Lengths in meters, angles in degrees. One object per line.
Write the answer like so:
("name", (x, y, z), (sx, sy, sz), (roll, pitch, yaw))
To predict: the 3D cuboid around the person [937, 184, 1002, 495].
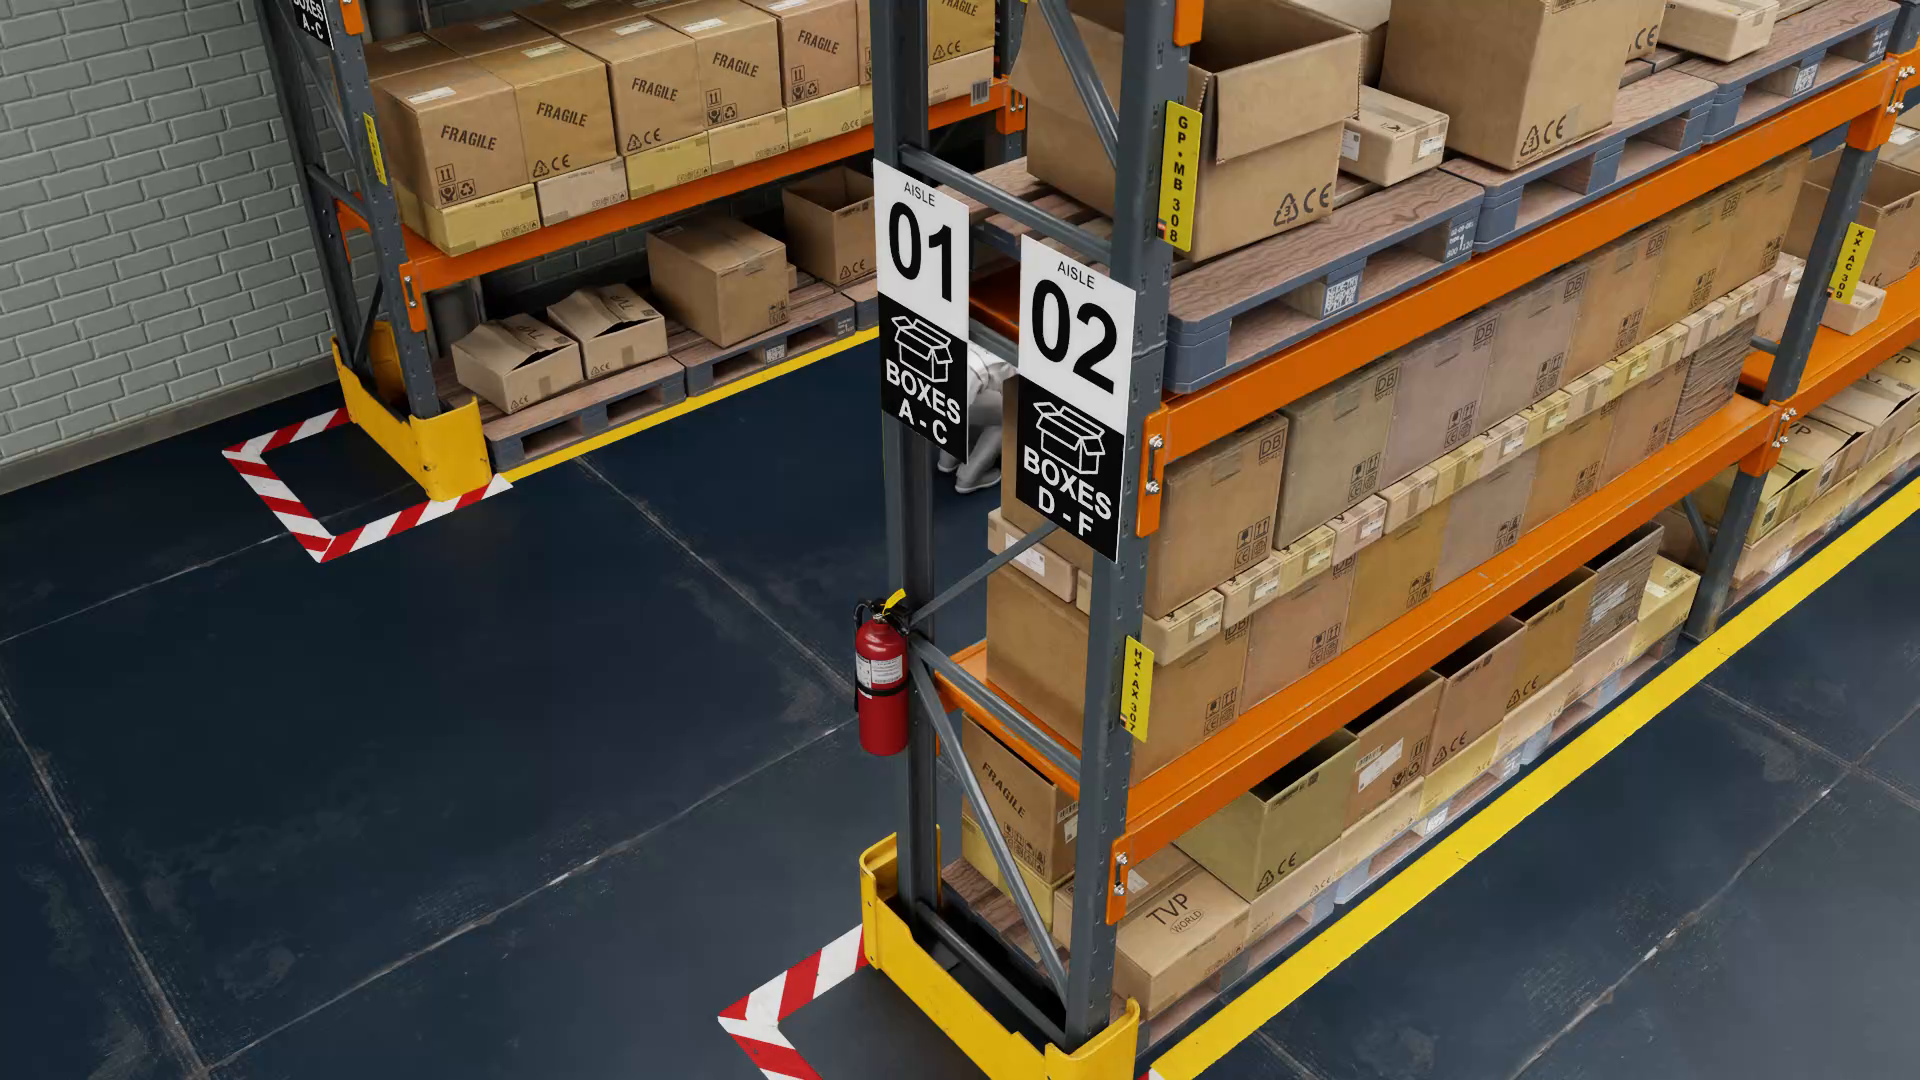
("person", (0.016, -1.025, 8.474), (0.421, 1.667, 0.494), (-28, 44, -32))
